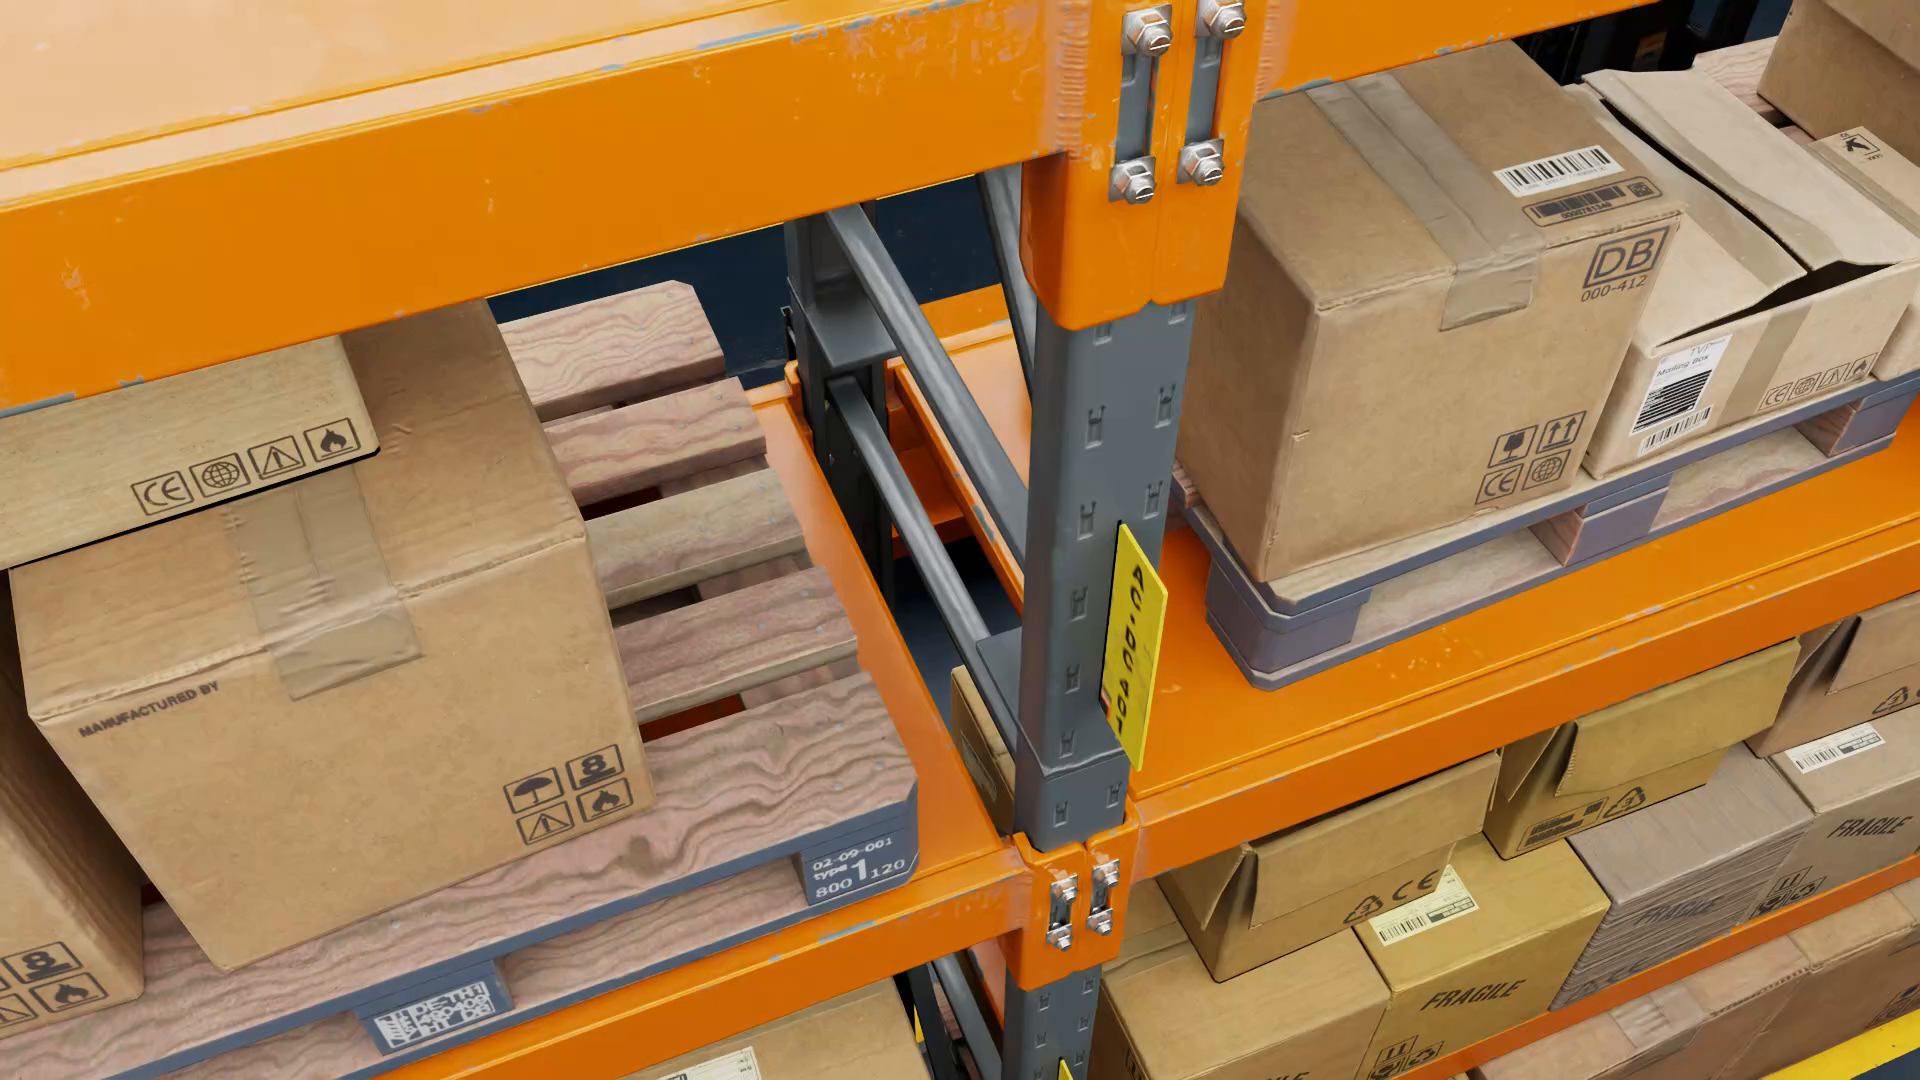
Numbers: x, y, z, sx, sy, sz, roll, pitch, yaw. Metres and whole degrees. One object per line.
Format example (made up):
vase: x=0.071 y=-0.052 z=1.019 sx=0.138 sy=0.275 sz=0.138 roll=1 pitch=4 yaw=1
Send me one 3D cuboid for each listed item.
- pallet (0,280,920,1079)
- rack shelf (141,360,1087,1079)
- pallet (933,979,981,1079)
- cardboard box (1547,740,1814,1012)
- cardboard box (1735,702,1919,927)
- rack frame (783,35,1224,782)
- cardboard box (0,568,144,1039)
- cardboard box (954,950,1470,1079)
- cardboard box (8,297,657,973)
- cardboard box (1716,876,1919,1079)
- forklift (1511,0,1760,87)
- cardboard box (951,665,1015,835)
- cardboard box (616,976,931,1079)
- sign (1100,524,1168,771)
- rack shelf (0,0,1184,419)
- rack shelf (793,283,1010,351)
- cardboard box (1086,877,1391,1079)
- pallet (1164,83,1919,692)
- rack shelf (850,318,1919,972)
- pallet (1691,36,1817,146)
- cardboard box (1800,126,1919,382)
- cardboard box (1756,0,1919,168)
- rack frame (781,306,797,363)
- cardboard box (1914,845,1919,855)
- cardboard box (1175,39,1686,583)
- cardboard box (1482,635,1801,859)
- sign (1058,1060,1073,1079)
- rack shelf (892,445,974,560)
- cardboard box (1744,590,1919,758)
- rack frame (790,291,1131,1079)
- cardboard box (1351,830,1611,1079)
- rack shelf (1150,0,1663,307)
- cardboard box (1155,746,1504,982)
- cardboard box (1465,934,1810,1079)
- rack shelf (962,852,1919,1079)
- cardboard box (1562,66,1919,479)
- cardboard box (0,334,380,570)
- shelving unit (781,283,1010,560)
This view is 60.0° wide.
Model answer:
pallet: x=-0.788 y=0.184 z=2.196 sx=1.213 sy=0.211 sz=1.003 roll=-17 pitch=52 yaw=-14
rack shelf: x=-1.878 y=0.736 z=2.138 sx=4.000 sy=0.370 sz=1.077 roll=-17 pitch=52 yaw=-14
pallet: x=0.659 y=1.540 z=4.789 sx=1.213 sy=0.211 sz=1.003 roll=-17 pitch=52 yaw=-14
cardboard box: x=1.422 y=0.628 z=3.667 sx=0.500 sy=0.500 sz=0.500 roll=-18 pitch=52 yaw=-15
cardboard box: x=1.899 y=0.476 z=3.798 sx=0.500 sy=0.500 sz=0.500 roll=-16 pitch=51 yaw=-14
rack frame: x=-0.026 y=-1.049 z=1.219 sx=0.127 sy=3.000 sz=1.000 roll=-17 pitch=52 yaw=-14
cardboard box: x=-1.228 y=0.144 z=1.763 sx=0.500 sy=0.500 sz=0.700 roll=-15 pitch=51 yaw=-12
cardboard box: x=0.558 y=1.263 z=4.312 sx=0.875 sy=0.875 sz=1.225 roll=-17 pitch=51 yaw=-14
cardboard box: x=-0.728 y=-0.007 z=1.893 sx=0.500 sy=0.500 sz=0.700 roll=-20 pitch=52 yaw=-16
cardboard box: x=2.202 y=0.747 z=4.755 sx=0.875 sy=0.875 sz=1.225 roll=-17 pitch=51 yaw=-14
forklift: x=2.552 y=-2.004 z=6.039 sx=3.031 sy=2.935 sz=1.130 roll=-21 pitch=53 yaw=-17
cardboard box: x=0.303 y=0.547 z=3.737 sx=0.500 sy=0.500 sz=0.500 roll=-17 pitch=51 yaw=-14
cardboard box: x=-0.351 y=0.933 z=2.880 sx=0.500 sy=0.500 sz=0.500 roll=-16 pitch=51 yaw=-13
sign: x=0.185 y=0.123 z=1.797 sx=0.005 sy=0.325 sz=0.100 roll=-17 pitch=52 yaw=-14
rack shelf: x=-1.878 y=-0.111 z=1.151 sx=4.000 sy=0.370 sz=1.077 roll=-17 pitch=52 yaw=-14
rack shelf: x=-0.006 y=-0.555 z=5.600 sx=1.000 sy=0.278 sz=0.538 roll=-17 pitch=52 yaw=-14
cardboard box: x=0.494 y=0.916 z=3.420 sx=0.500 sy=0.500 sz=0.500 roll=-17 pitch=51 yaw=-14
pallet: x=0.804 y=-0.307 z=2.686 sx=1.217 sy=0.209 sz=0.805 roll=-19 pitch=52 yaw=-16
rack shelf: x=1.825 y=-0.411 z=3.123 sx=4.000 sy=0.370 sz=1.077 roll=-17 pitch=52 yaw=-14
pallet: x=2.066 y=-0.613 z=2.946 sx=1.213 sy=0.211 sz=1.003 roll=-15 pitch=51 yaw=-13
cardboard box: x=1.409 y=-0.449 z=2.570 sx=0.250 sy=0.149 sz=0.380 roll=-19 pitch=52 yaw=-16
cardboard box: x=1.793 y=-0.789 z=2.628 sx=0.637 sy=0.503 sz=0.797 roll=-18 pitch=52 yaw=-15
rack frame: x=-0.477 y=-0.219 z=5.696 sx=0.032 sy=1.125 sz=0.500 roll=-17 pitch=52 yaw=-14
cardboard box: x=2.370 y=0.331 z=3.923 sx=0.500 sy=0.500 sz=0.500 roll=-19 pitch=52 yaw=-15
cardboard box: x=0.507 y=-0.415 z=2.309 sx=0.500 sy=0.500 sz=0.700 roll=-16 pitch=51 yaw=-13
cardboard box: x=1.202 y=0.168 z=3.401 sx=0.637 sy=0.503 sz=0.797 roll=-17 pitch=51 yaw=-14
sign: x=0.185 y=0.987 z=2.802 sx=0.005 sy=0.325 sz=0.100 roll=-17 pitch=52 yaw=-14
rack shelf: x=-0.006 y=-0.205 z=6.007 sx=1.000 sy=0.278 sz=0.538 roll=-17 pitch=52 yaw=-14
cardboard box: x=1.771 y=-0.021 z=3.564 sx=0.637 sy=0.503 sz=0.797 roll=-16 pitch=51 yaw=-13
rack frame: x=-0.026 y=0.905 z=3.495 sx=0.127 sy=3.000 sz=1.000 roll=-17 pitch=52 yaw=-14
cardboard box: x=0.959 y=0.772 z=3.544 sx=0.500 sy=0.500 sz=0.500 roll=-17 pitch=51 yaw=-14
rack shelf: x=1.825 y=-1.258 z=2.137 sx=4.000 sy=0.370 sz=1.077 roll=-17 pitch=52 yaw=-14
cardboard box: x=0.562 y=0.357 z=3.239 sx=0.637 sy=0.503 sz=0.797 roll=-18 pitch=52 yaw=-15
cardboard box: x=1.385 y=1.006 z=4.532 sx=0.875 sy=0.875 sz=1.225 roll=-19 pitch=52 yaw=-15
rack shelf: x=1.825 y=0.566 z=4.261 sx=4.000 sy=0.370 sz=1.077 roll=-17 pitch=52 yaw=-14
cardboard box: x=1.023 y=-0.431 z=2.448 sx=0.500 sy=0.311 sz=0.500 roll=-19 pitch=52 yaw=-15
cardboard box: x=-0.900 y=-0.253 z=1.610 sx=0.500 sy=0.250 sz=0.500 roll=-20 pitch=52 yaw=-17
shelving unit: x=-0.006 y=-0.365 z=5.822 sx=1.048 sy=1.125 sz=0.538 roll=-17 pitch=52 yaw=-14
